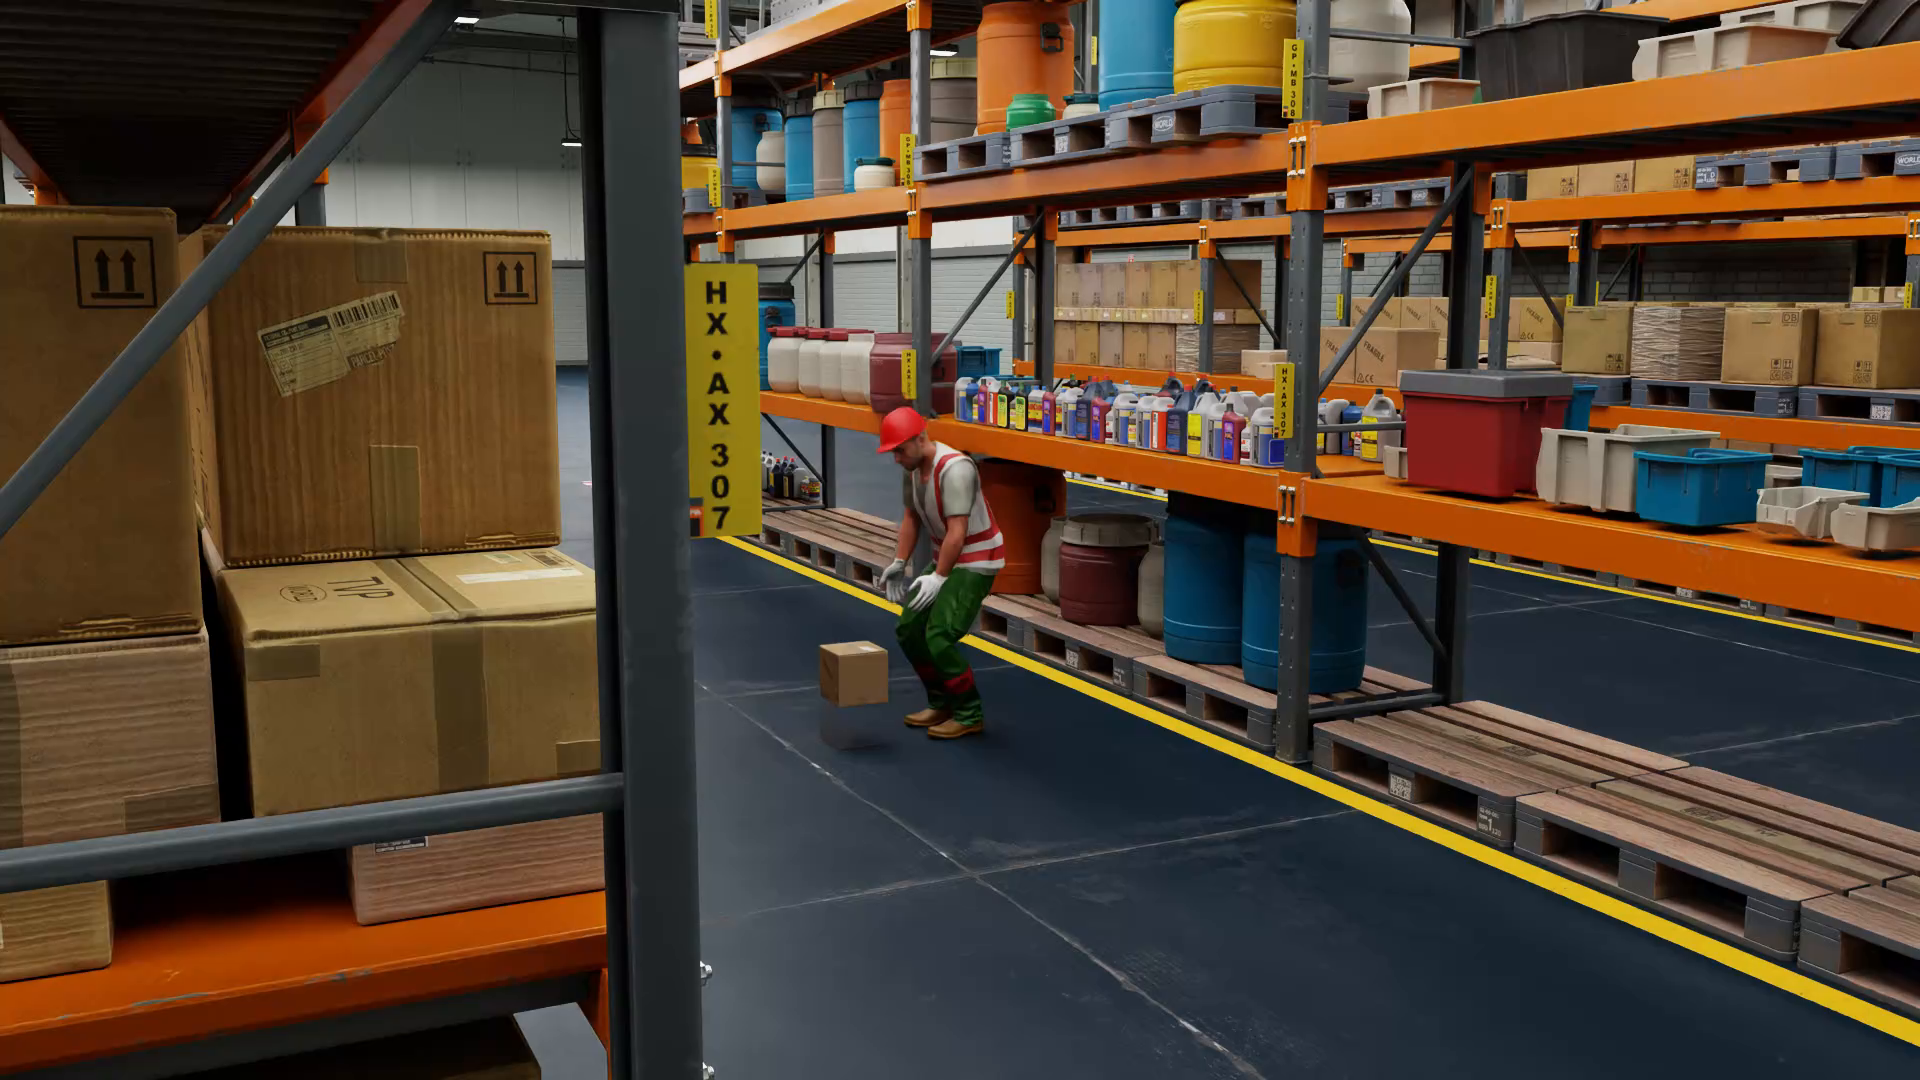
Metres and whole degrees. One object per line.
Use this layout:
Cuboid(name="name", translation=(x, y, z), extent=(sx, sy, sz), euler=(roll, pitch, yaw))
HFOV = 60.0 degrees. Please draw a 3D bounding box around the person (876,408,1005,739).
Cuboid(name="person", translation=(-0.097, 0.152, 7.951), extent=(0.647, 1.578, 0.575), euler=(-4, 9, -25))
